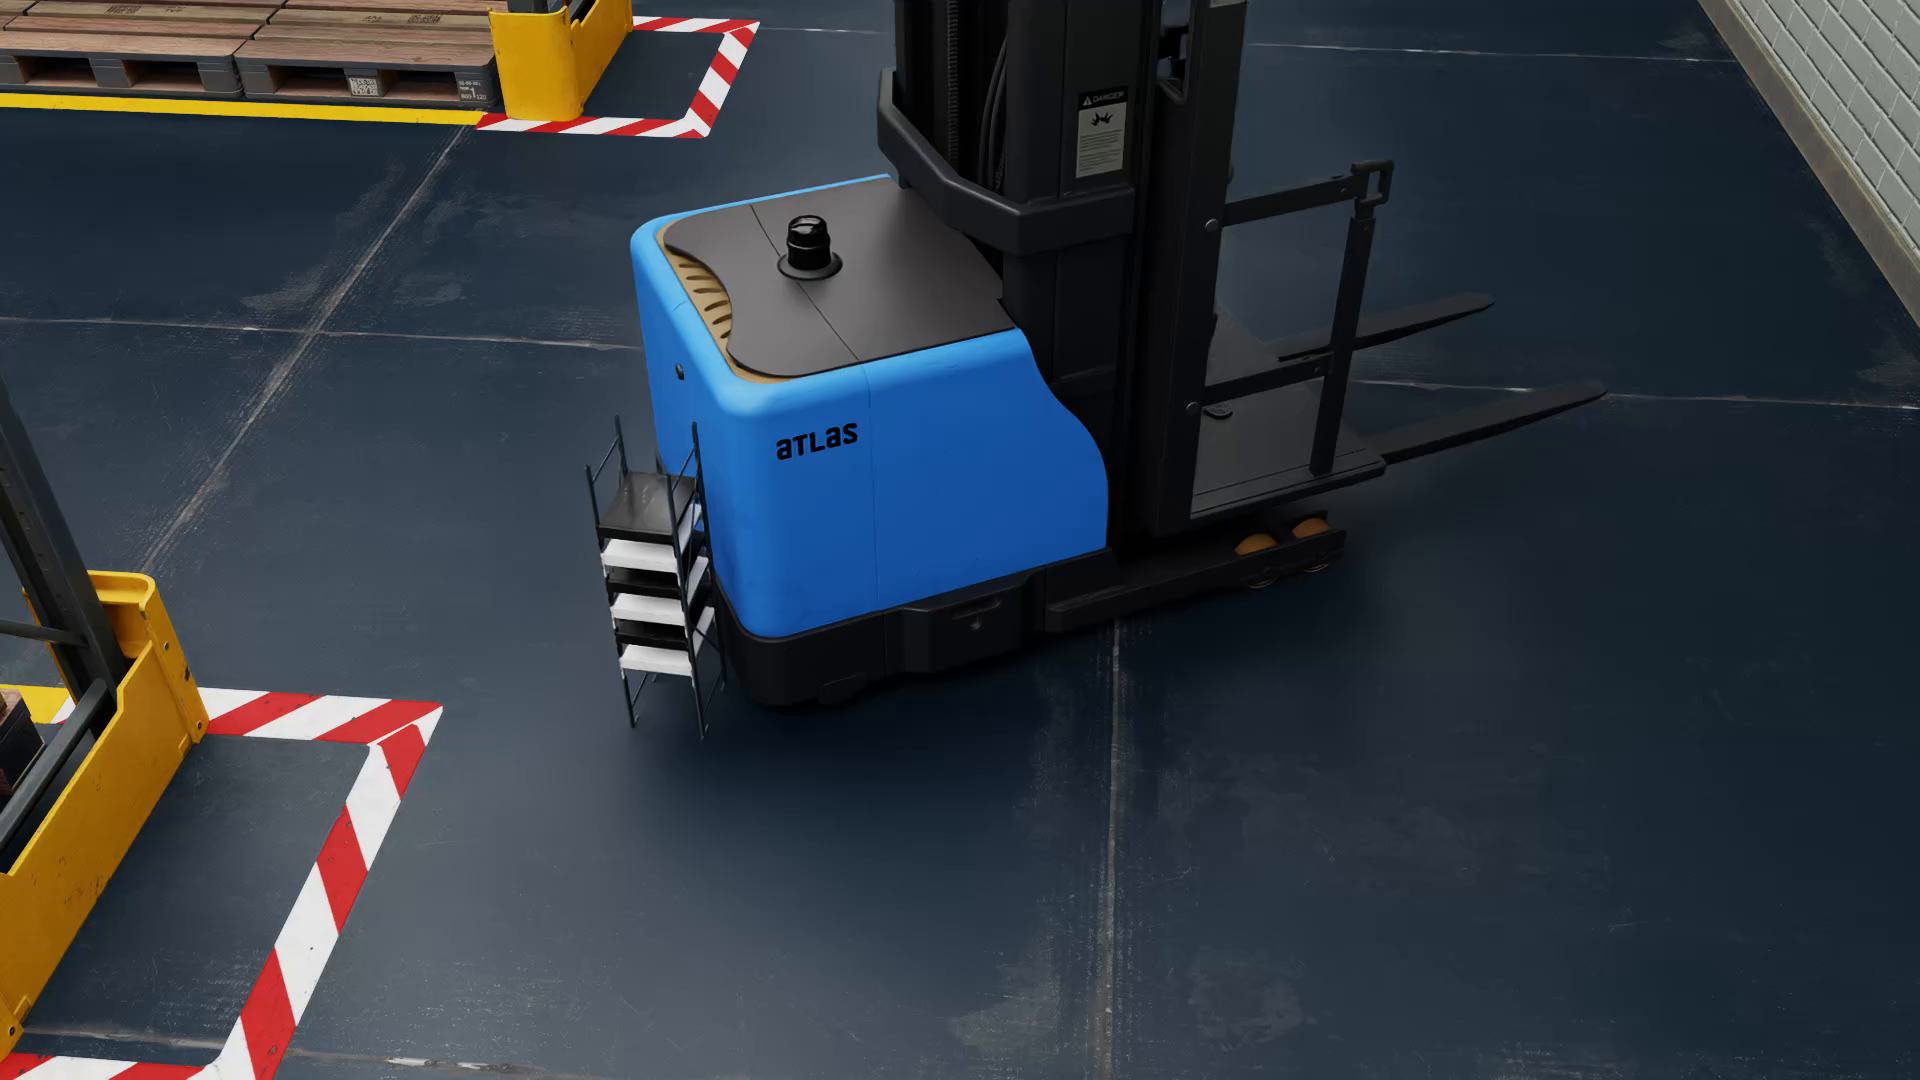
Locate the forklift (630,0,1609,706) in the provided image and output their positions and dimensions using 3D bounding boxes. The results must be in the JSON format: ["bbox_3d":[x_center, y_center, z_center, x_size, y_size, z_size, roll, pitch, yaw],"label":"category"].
[{"bbox_3d":[0.631,-1.282,4.503,3.031,2.935,1.130,-15,42,-18],"label":"forklift"}]

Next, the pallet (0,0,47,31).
[{"bbox_3d":[-5.147,-2.562,8.230,1.213,0.211,1.003,3,39,4],"label":"pallet"}]

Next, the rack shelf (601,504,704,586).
[{"bbox_3d":[-0.789,-0.001,4.306,0.200,0.077,0.258,6,40,8],"label":"rack shelf"}]

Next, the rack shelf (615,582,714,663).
[{"bbox_3d":[-0.789,0.208,4.476,0.200,0.077,0.258,6,40,8],"label":"rack shelf"}]

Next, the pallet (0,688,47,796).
[{"bbox_3d":[-3.128,0.761,4.148,1.213,0.211,1.003,3,39,4],"label":"pallet"}]

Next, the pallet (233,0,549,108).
[{"bbox_3d":[-2.716,-2.429,8.067,1.213,0.211,1.003,3,39,4],"label":"pallet"}]

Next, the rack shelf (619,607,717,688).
[{"bbox_3d":[-0.789,0.278,4.533,0.200,0.077,0.258,6,40,8],"label":"rack shelf"}]

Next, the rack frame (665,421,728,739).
[{"bbox_3d":[-0.689,0.124,4.385,0.006,0.900,0.240,6,40,8],"label":"rack frame"}]

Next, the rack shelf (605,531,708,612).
[{"bbox_3d":[-0.789,0.069,4.363,0.200,0.077,0.258,6,40,8],"label":"rack shelf"}]

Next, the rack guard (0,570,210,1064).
[{"bbox_3d":[-2.301,0.645,4.062,0.348,0.500,1.175,3,39,4],"label":"rack guard"}]

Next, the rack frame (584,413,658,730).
[{"bbox_3d":[-0.889,0.102,4.412,0.006,0.900,0.240,6,40,8],"label":"rack frame"}]

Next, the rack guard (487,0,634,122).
[{"bbox_3d":[-1.873,-2.478,7.899,0.348,0.500,1.175,3,39,4],"label":"rack guard"}]

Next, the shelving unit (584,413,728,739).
[{"bbox_3d":[-0.789,0.113,4.399,0.210,0.900,0.258,6,40,8],"label":"shelving unit"}]

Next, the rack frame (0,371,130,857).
[{"bbox_3d":[-2.325,-0.326,3.274,0.127,3.000,1.000,3,39,4],"label":"rack frame"}]

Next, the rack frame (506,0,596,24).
[{"bbox_3d":[-1.898,-3.441,7.101,0.127,3.000,1.000,3,39,4],"label":"rack frame"}]

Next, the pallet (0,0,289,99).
[{"bbox_3d":[-3.928,-2.497,8.150,1.213,0.211,1.003,3,39,4],"label":"pallet"}]

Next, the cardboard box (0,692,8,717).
[{"bbox_3d":[-2.970,0.351,3.793,0.875,0.875,0.875,3,39,4],"label":"cardboard box"}]

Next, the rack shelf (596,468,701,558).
[{"bbox_3d":[-0.789,-0.071,4.249,0.200,0.077,0.258,6,40,8],"label":"rack shelf"}]

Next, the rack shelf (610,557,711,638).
[{"bbox_3d":[-0.789,0.139,4.420,0.200,0.077,0.258,6,40,8],"label":"rack shelf"}]
